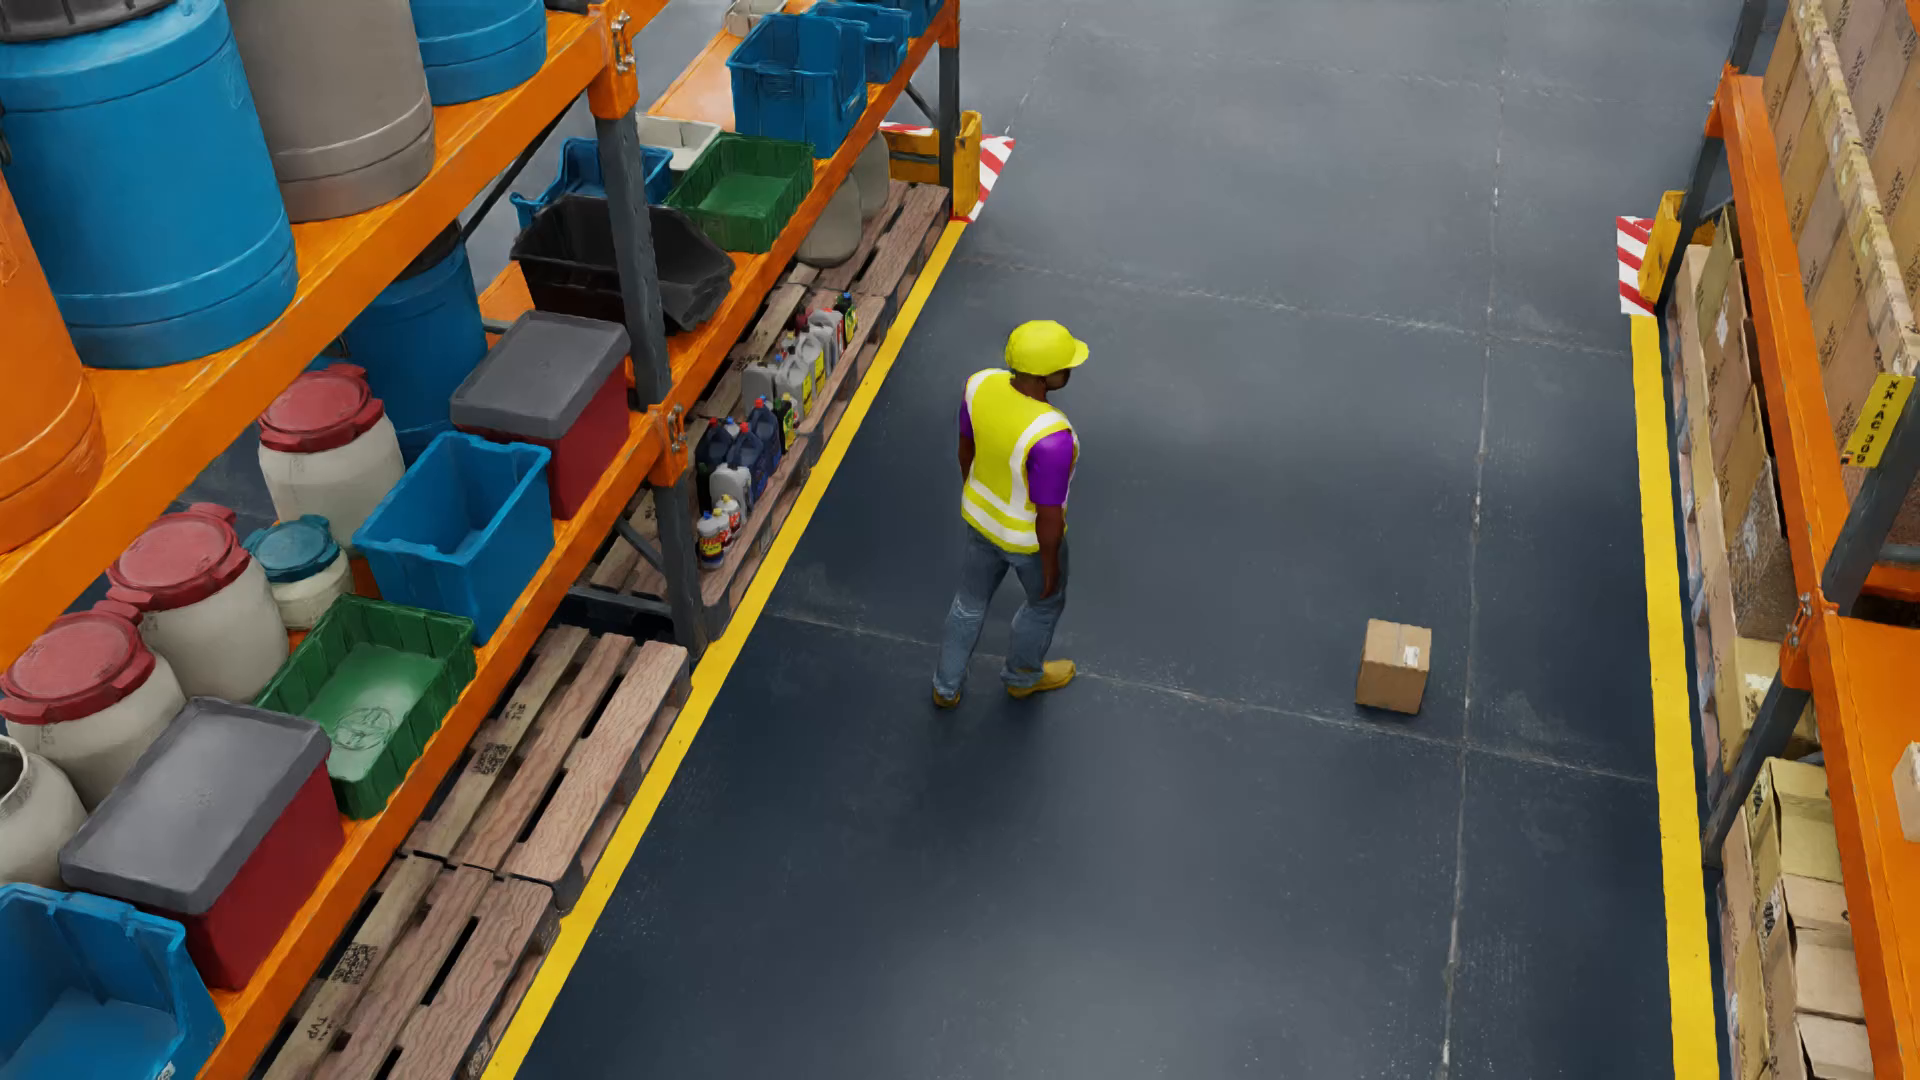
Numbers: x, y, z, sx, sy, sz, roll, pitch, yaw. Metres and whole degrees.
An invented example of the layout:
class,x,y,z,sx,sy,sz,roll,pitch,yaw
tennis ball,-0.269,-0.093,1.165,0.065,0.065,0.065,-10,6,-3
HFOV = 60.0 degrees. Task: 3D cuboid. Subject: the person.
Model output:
class,x,y,z,sx,sy,sz,roll,pitch,yaw
person,0.178,-0.060,6.214,0.581,1.755,0.599,-29,48,-29
